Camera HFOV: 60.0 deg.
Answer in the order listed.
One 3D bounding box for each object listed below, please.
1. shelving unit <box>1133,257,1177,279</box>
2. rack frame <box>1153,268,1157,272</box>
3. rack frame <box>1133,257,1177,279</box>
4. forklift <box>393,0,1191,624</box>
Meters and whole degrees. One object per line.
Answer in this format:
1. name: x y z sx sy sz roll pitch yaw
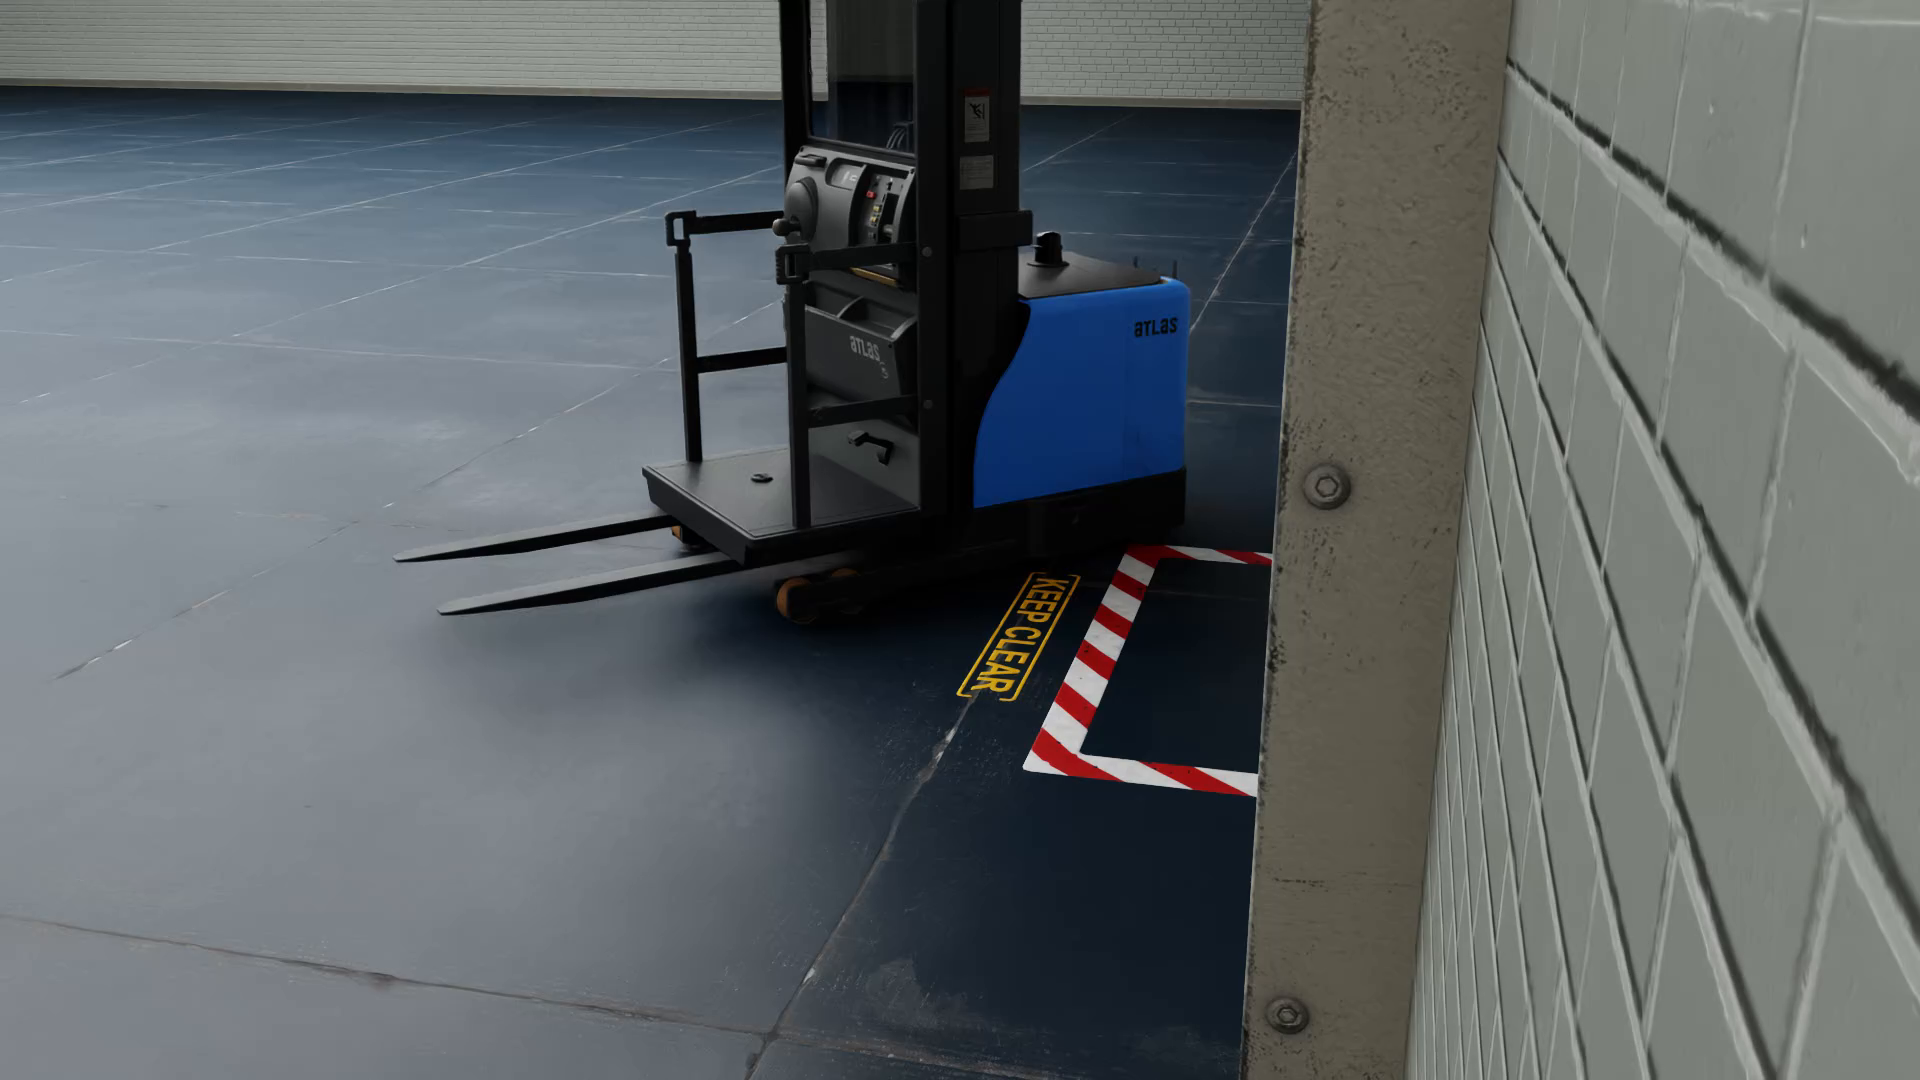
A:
1. shelving unit: 0.797 -0.699 7.333 0.215 1.050 0.252 9 21 26
2. rack frame: 0.741 -0.664 7.230 0.200 1.050 0.008 9 21 26
3. rack frame: 0.853 -0.734 7.436 0.200 1.050 0.008 9 21 26
4. forklift: -0.595 -1.276 6.115 3.031 2.935 1.130 -11 22 -29
